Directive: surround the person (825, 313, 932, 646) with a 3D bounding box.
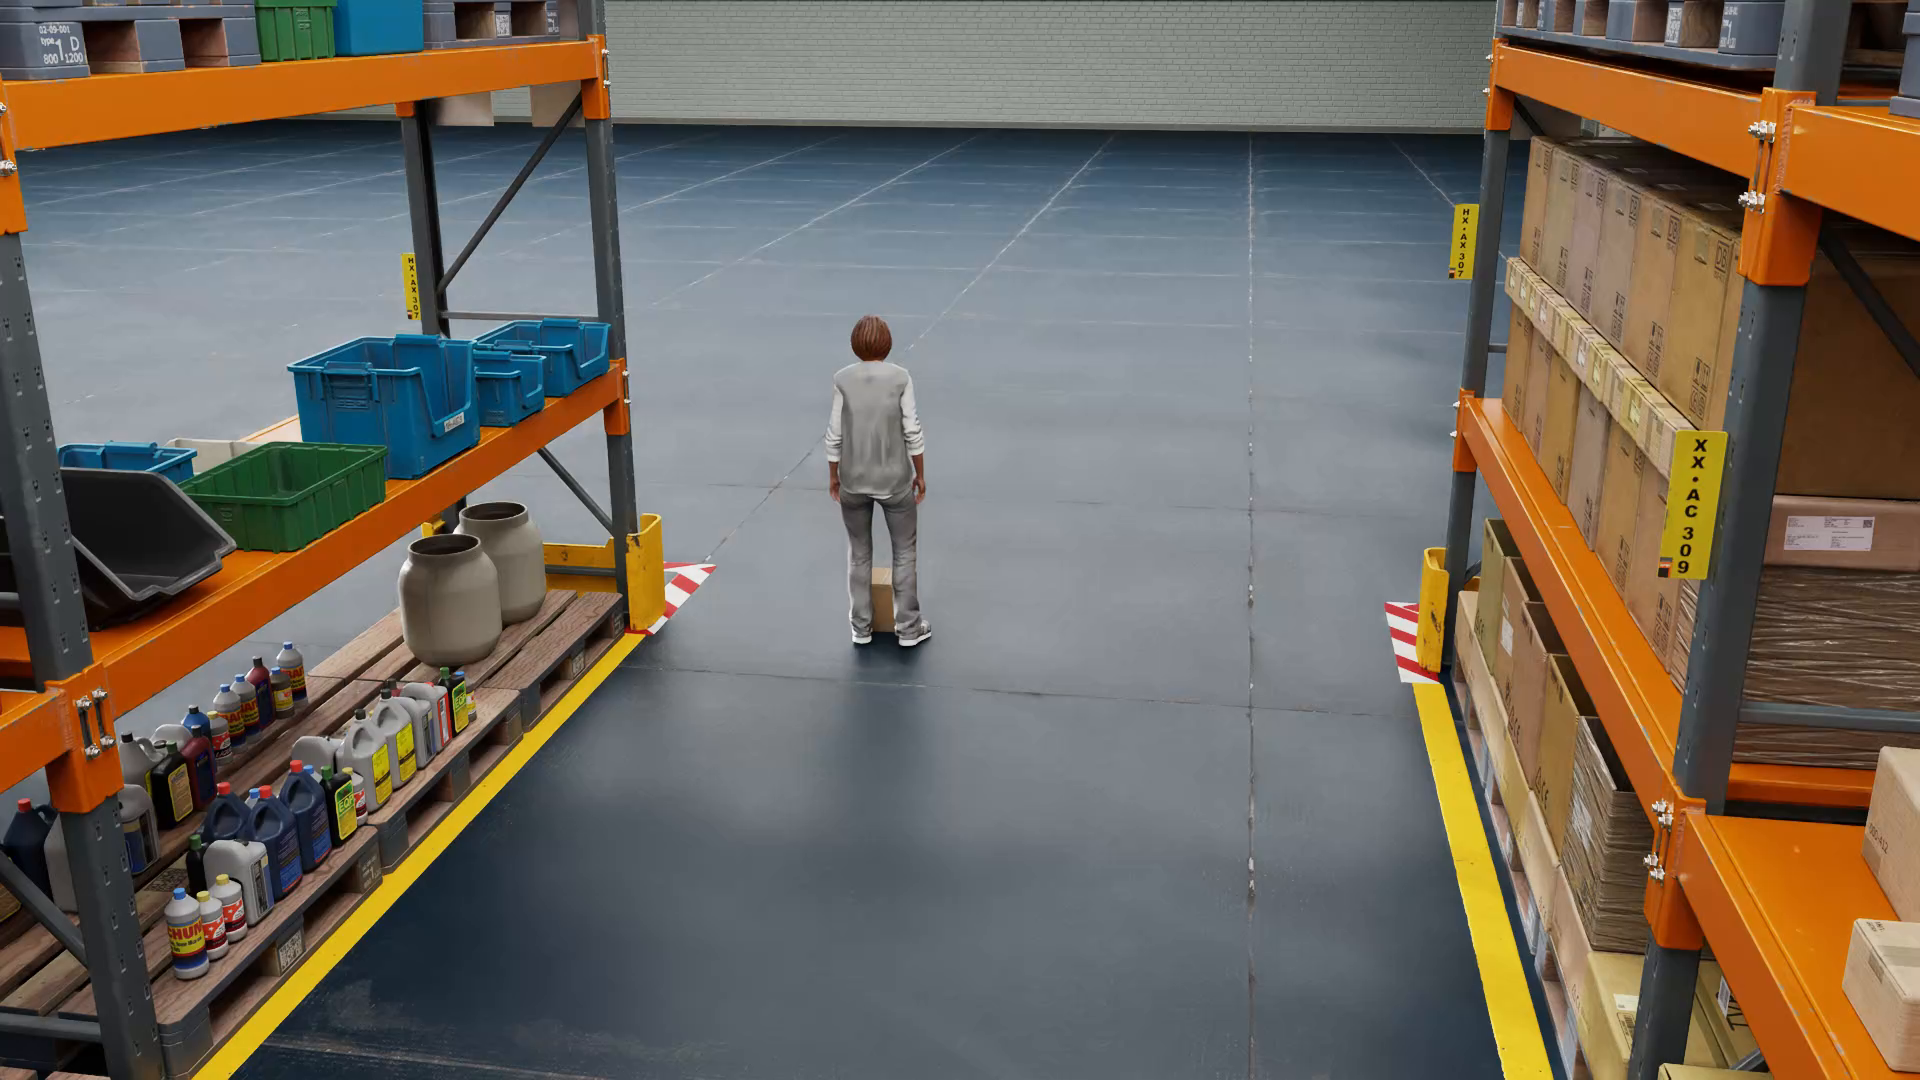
[{"bbox_3d":[-0.390,-0.267,7.885,0.484,1.594,0.342,2,18,6],"label":"person"}]
